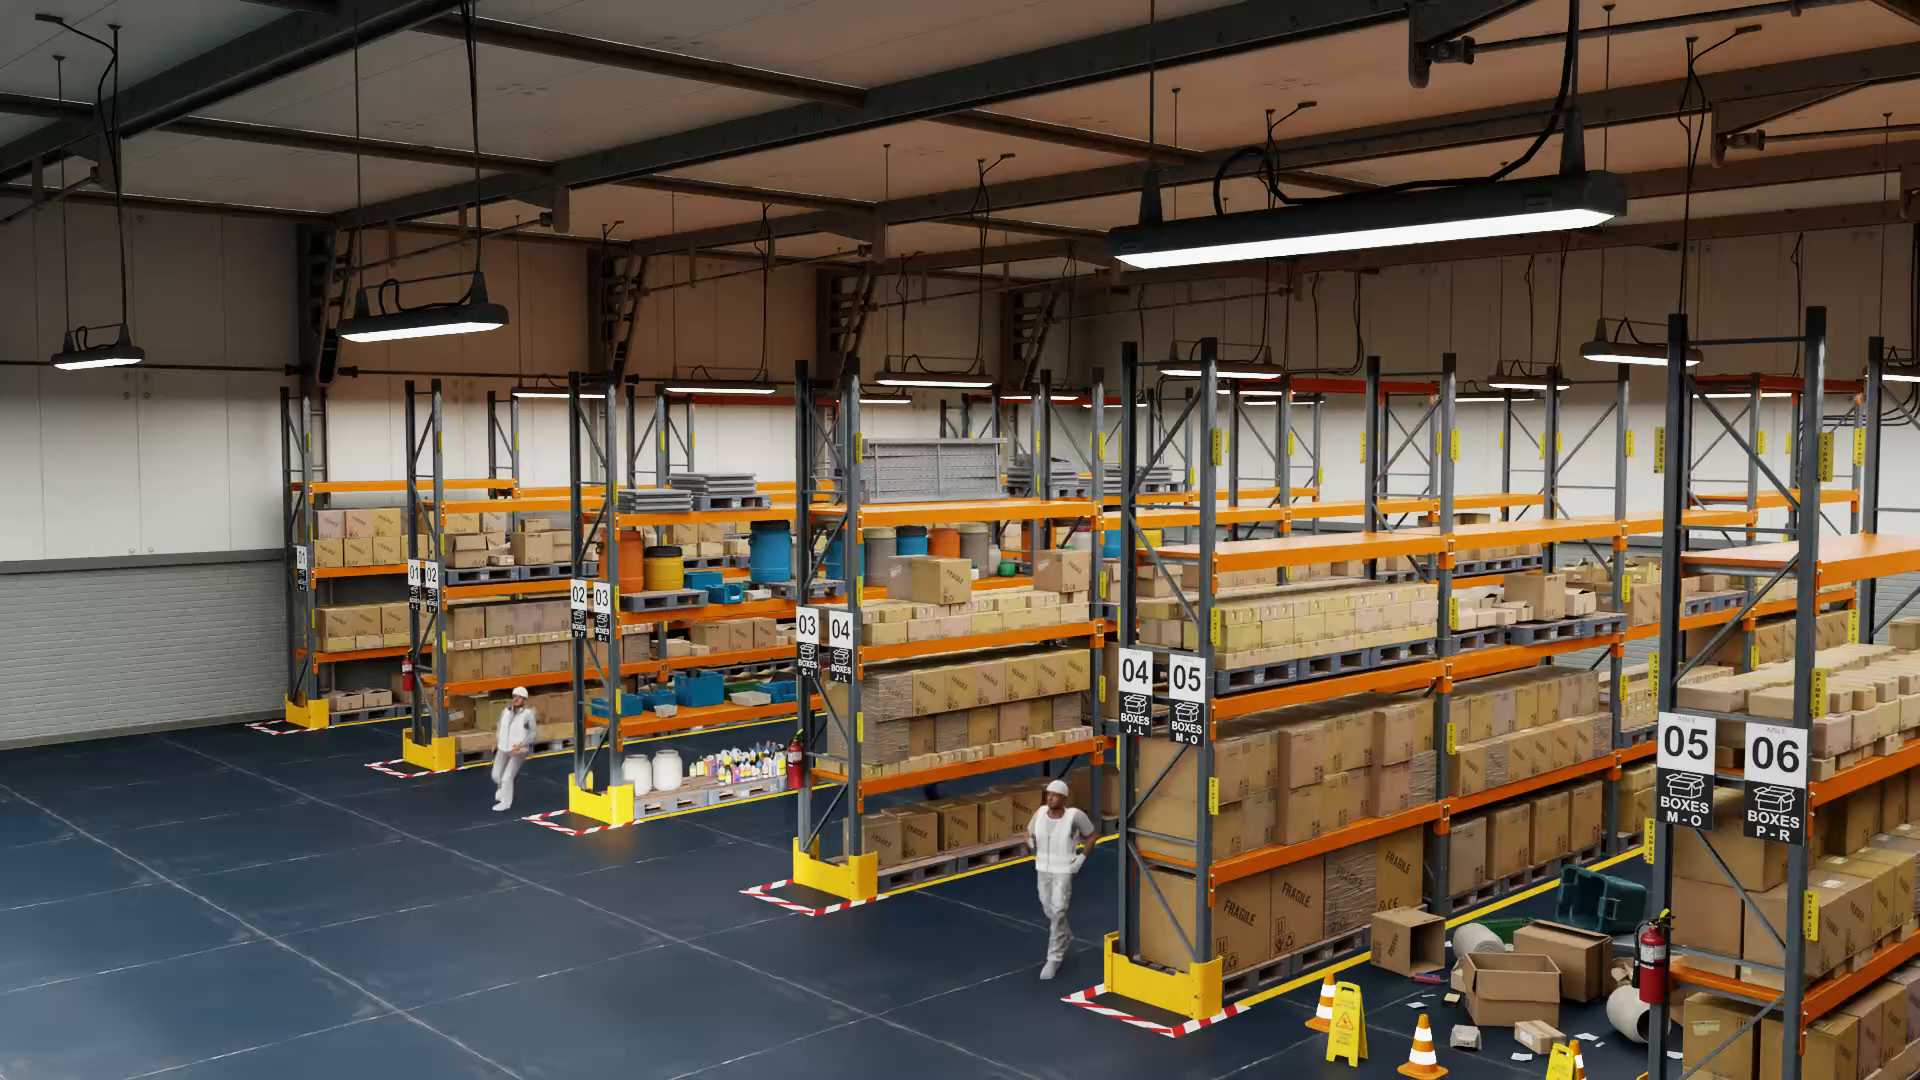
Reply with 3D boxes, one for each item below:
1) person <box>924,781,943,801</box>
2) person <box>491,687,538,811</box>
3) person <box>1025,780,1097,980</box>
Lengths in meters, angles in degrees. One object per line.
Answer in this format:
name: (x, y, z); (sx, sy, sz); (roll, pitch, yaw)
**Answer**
person: (-0.357, 2.959, 21.880); (0.583, 1.681, 0.660); (3, 5, 43)
person: (-6.121, 2.861, 22.745); (0.684, 1.700, 0.534); (1, 4, 13)
person: (0.910, 3.230, 16.096); (0.667, 1.830, 0.828); (3, 5, 36)
